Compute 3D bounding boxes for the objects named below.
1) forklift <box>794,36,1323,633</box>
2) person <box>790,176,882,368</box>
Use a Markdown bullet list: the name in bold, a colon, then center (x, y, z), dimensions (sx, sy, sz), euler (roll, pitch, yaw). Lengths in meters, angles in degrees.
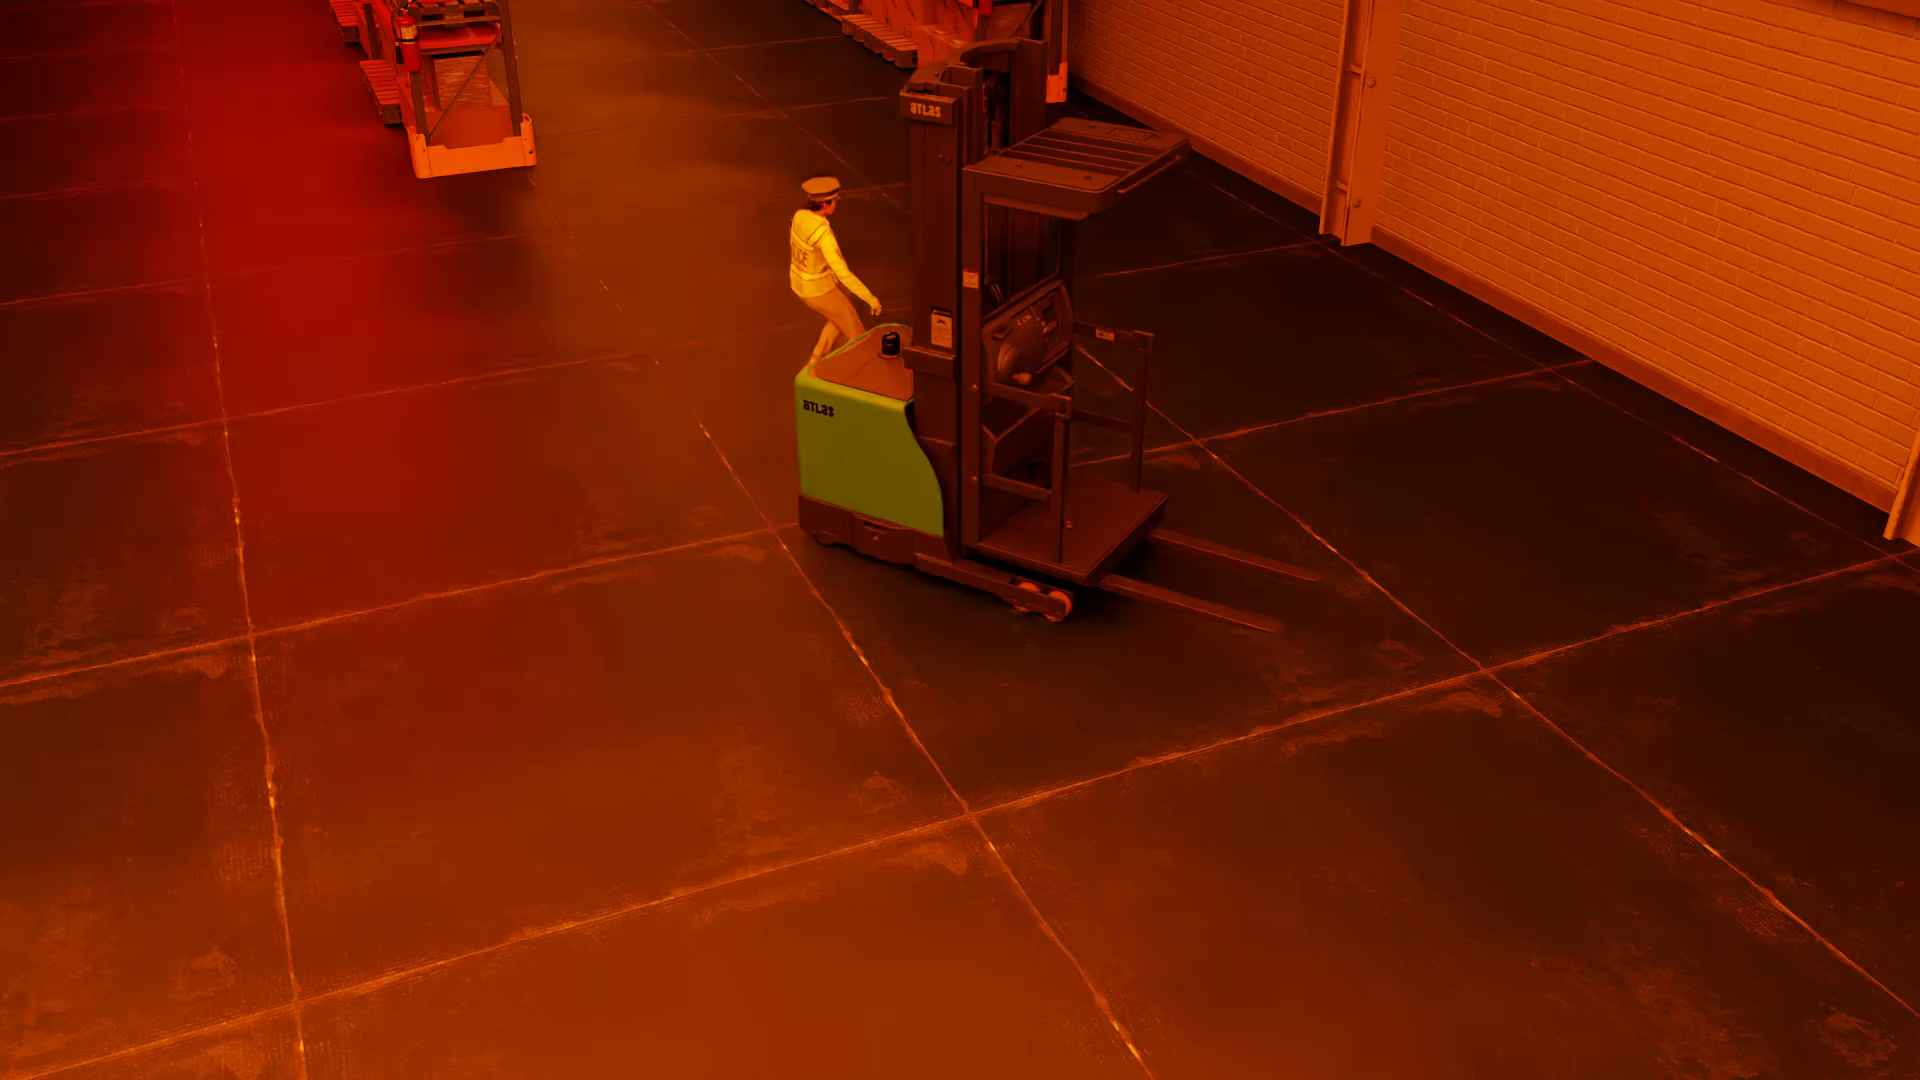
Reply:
- **forklift**: center (0.553, -1.119, 9.077), dimensions (3.031, 2.935, 1.130), euler (17, 34, 27)
- **person**: center (-0.895, -1.757, 11.562), dimensions (0.471, 1.560, 0.698), euler (-16, 33, -25)
